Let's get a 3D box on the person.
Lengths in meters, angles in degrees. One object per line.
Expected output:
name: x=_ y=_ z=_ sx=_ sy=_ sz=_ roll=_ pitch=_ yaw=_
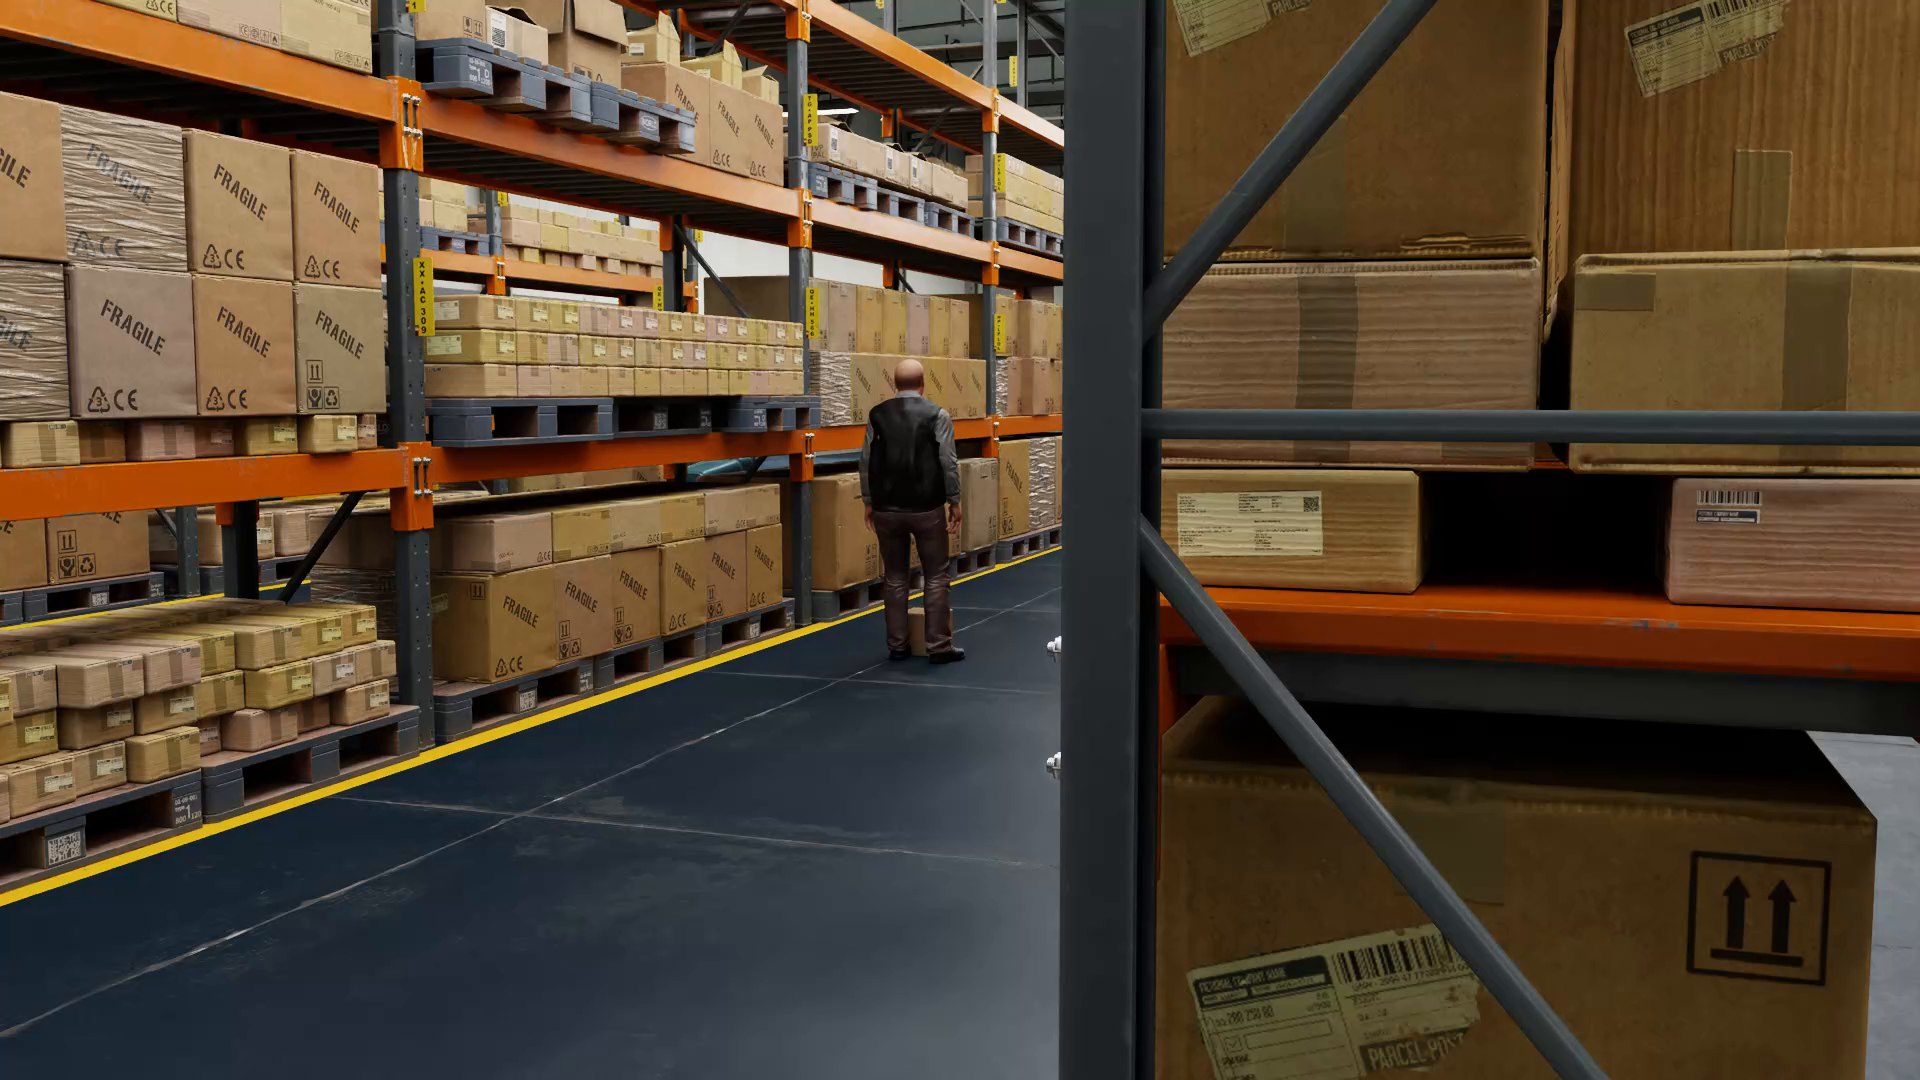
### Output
person: x=-0.280 y=-0.169 z=9.488 sx=0.592 sy=1.722 sz=0.466 roll=1 pitch=5 yaw=16
